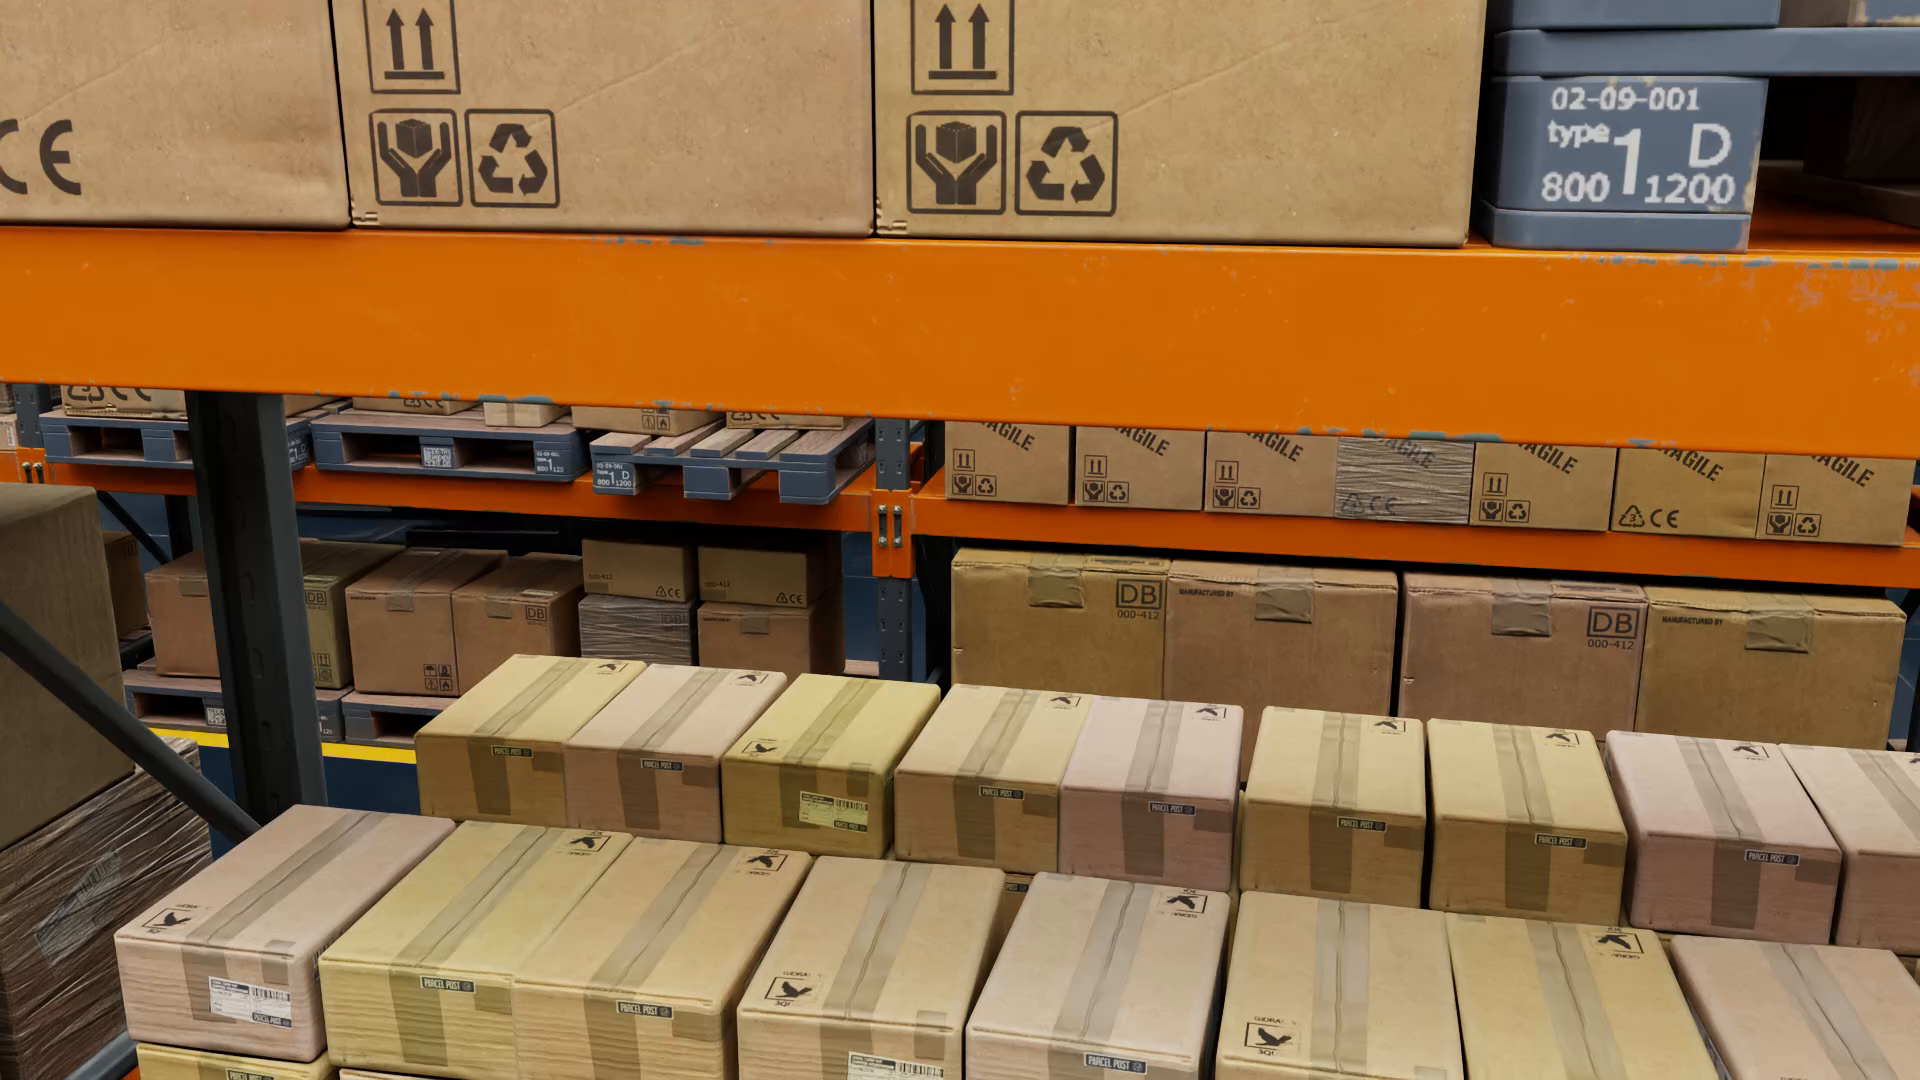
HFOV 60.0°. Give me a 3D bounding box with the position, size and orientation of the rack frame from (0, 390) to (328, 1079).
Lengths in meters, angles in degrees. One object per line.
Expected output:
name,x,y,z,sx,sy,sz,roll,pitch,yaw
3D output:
rack frame,-1.270,0.788,2.527,0.127,3.000,1.000,3,16,11

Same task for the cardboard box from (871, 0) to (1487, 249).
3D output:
cardboard box,0.219,-0.556,1.572,0.500,0.500,0.500,3,16,11

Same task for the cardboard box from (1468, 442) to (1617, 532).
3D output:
cardboard box,2.227,-0.347,6.438,0.500,0.500,0.500,3,16,10

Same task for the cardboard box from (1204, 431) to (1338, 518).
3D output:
cardboard box,1.248,-0.402,6.637,0.500,0.500,0.500,3,16,10

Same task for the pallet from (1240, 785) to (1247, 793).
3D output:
pallet,1.766,0.967,7.105,1.213,0.211,1.003,3,16,11

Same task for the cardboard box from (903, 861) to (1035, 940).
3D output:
cardboard box,0.070,0.511,2.654,0.250,0.149,0.380,3,16,11

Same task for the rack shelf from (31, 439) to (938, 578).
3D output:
rack shelf,-2.143,-0.264,7.672,4.000,0.370,1.077,3,16,11

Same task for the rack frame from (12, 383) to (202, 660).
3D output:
rack frame,-4.103,-0.717,7.960,0.127,3.000,1.000,3,16,11

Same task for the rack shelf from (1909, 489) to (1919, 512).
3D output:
rack shelf,5.697,0.033,6.100,3.809,0.052,0.919,3,16,11

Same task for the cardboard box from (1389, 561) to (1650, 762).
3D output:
cardboard box,2.230,0.454,6.926,0.875,0.875,1.225,3,16,9

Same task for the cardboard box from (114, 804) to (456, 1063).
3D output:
cardboard box,-0.852,0.496,2.153,0.250,0.149,0.380,3,16,11

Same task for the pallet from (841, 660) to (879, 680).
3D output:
pallet,-0.949,0.798,7.716,1.213,0.211,1.003,3,16,11

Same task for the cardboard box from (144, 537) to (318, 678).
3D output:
cardboard box,-3.505,0.314,8.097,0.500,0.500,0.700,2,16,7

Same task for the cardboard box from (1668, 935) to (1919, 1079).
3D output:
cardboard box,0.940,0.593,1.801,0.250,0.149,0.380,2,16,9

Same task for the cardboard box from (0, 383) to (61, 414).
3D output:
cardboard box,-4.531,-0.948,8.052,0.500,0.500,0.875,3,16,11

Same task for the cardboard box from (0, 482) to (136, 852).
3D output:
cardboard box,-1.708,0.232,2.476,0.500,0.500,0.700,3,16,11

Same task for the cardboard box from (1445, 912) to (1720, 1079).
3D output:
cardboard box,0.676,0.579,1.851,0.270,0.149,0.393,4,16,13

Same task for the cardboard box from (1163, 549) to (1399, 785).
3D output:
cardboard box,1.361,0.409,7.089,0.875,0.875,1.225,3,16,11

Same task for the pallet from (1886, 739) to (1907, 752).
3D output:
pallet,4.466,1.114,6.576,1.213,0.211,1.003,3,16,11

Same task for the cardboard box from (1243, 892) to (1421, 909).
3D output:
cardboard box,0.569,0.539,2.555,0.250,0.149,0.380,4,16,12

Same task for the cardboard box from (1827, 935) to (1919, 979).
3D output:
cardboard box,1.328,0.581,2.403,0.250,0.149,0.380,4,16,13

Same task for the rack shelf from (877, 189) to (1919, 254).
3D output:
rack shelf,0.689,-0.298,1.813,3.809,0.124,0.919,3,16,11

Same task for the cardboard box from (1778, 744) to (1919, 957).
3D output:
cardboard box,1.335,0.437,2.366,0.250,0.149,0.380,3,16,11

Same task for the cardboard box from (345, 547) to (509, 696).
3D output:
cardboard box,-2.493,0.374,7.881,0.500,0.500,0.700,2,16,6

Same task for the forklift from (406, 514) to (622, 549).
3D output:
forklift,-19.274,-4.205,20.846,36.947,2.843,19.219,1,16,5

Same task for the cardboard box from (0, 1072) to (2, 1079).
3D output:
cardboard box,-1.961,0.702,2.650,1.009,0.500,1.038,3,16,11

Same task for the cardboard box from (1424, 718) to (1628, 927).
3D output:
cardboard box,0.823,0.410,2.463,0.250,0.149,0.380,4,16,13

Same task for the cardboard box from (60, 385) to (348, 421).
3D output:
cardboard box,-3.352,-1.129,7.539,1.000,1.000,1.000,3,16,11

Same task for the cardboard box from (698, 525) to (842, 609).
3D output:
cardboard box,-0.846,0.100,7.467,0.500,0.250,0.500,4,16,13

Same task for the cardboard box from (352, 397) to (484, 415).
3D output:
cardboard box,-2.386,-0.901,7.645,0.637,0.503,0.797,5,16,17

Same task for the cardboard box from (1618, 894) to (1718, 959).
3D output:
cardboard box,1.068,0.567,2.454,0.250,0.149,0.380,3,16,10

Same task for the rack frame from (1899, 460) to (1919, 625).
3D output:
rack frame,3.736,-0.290,6.421,0.053,2.616,0.949,3,16,11

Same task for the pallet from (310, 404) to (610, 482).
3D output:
pallet,-2.131,-0.506,7.559,1.213,0.211,1.003,3,16,11

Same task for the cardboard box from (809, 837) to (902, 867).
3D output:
cardboard box,-0.175,0.498,2.703,0.250,0.149,0.380,3,16,12

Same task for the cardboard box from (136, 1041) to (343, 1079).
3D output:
cardboard box,-0.837,0.642,2.183,0.250,0.149,0.380,4,16,14

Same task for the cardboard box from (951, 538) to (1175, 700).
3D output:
cardboard box,0.489,0.360,7.268,0.875,0.875,1.225,2,16,8

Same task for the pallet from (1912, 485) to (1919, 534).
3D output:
pallet,6.651,-0.150,11.137,1.213,0.211,1.003,3,16,11

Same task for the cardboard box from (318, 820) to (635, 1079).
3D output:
cardboard box,-0.592,0.509,2.105,0.250,0.149,0.380,3,16,10

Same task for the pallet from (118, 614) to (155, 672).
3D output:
pallet,-4.768,0.601,8.428,1.213,0.211,1.003,3,16,11

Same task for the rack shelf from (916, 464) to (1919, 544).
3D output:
rack shelf,1.777,-0.145,6.878,3.809,0.124,0.919,3,16,11

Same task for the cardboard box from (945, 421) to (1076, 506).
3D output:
cardboard box,0.239,-0.455,6.828,0.500,0.500,0.500,4,16,13

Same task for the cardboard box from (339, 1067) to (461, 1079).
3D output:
cardboard box,-0.571,0.656,2.133,0.250,0.149,0.380,4,16,14

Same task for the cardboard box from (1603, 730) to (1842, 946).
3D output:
cardboard box,1.088,0.423,2.415,0.250,0.149,0.380,4,16,13

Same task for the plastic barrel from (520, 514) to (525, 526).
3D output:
plastic barrel,-2.577,-1.494,10.714,0.517,2.708,0.905,3,16,11

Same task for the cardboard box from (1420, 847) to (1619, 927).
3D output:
cardboard box,0.822,0.552,2.505,0.250,0.149,0.380,3,16,10

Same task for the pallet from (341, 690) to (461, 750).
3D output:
pallet,-2.140,0.732,7.952,1.213,0.211,1.003,3,16,11

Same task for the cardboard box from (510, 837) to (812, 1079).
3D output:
cardboard box,-0.353,0.523,2.053,0.250,0.149,0.380,3,16,11
